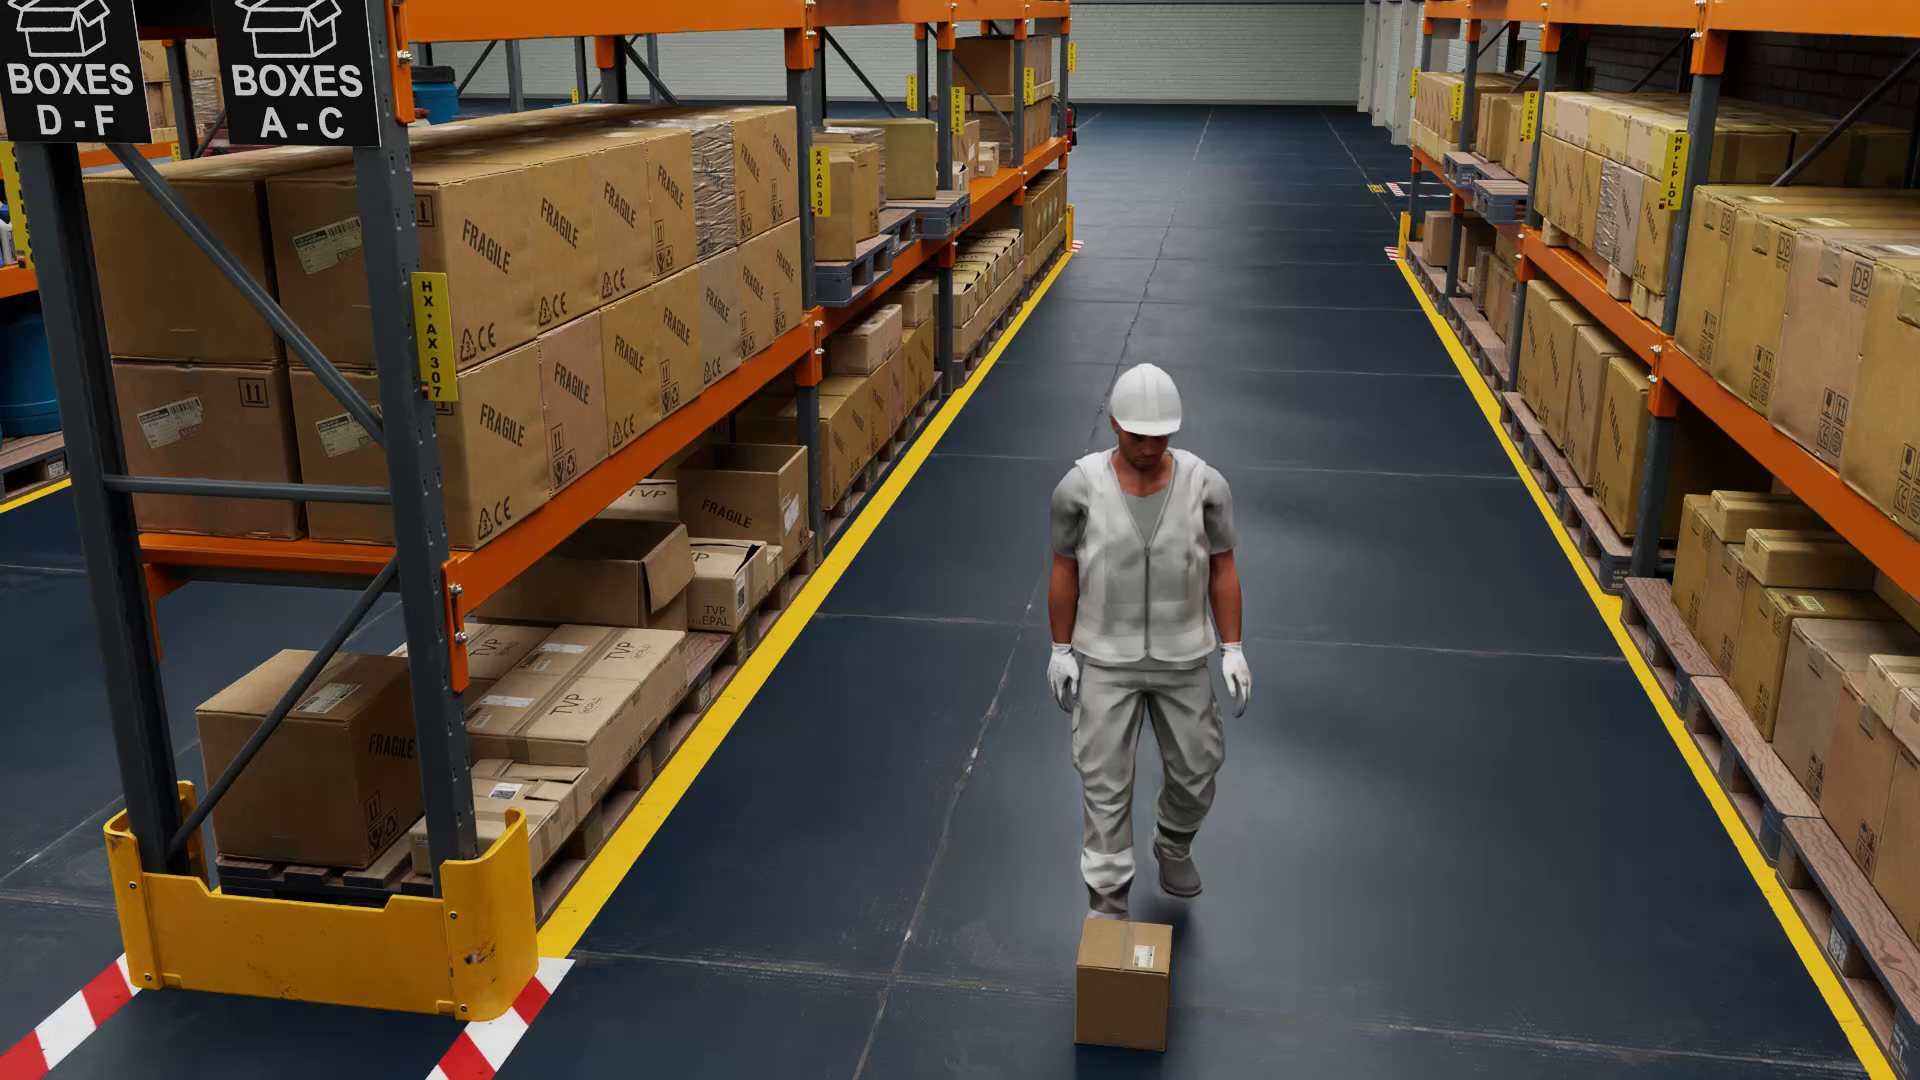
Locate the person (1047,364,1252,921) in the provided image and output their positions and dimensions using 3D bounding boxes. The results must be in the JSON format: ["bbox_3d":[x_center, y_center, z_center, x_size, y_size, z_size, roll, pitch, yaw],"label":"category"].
[{"bbox_3d":[0.554,0.374,4.814,0.592,1.774,0.764,0,18,0],"label":"person"}]
